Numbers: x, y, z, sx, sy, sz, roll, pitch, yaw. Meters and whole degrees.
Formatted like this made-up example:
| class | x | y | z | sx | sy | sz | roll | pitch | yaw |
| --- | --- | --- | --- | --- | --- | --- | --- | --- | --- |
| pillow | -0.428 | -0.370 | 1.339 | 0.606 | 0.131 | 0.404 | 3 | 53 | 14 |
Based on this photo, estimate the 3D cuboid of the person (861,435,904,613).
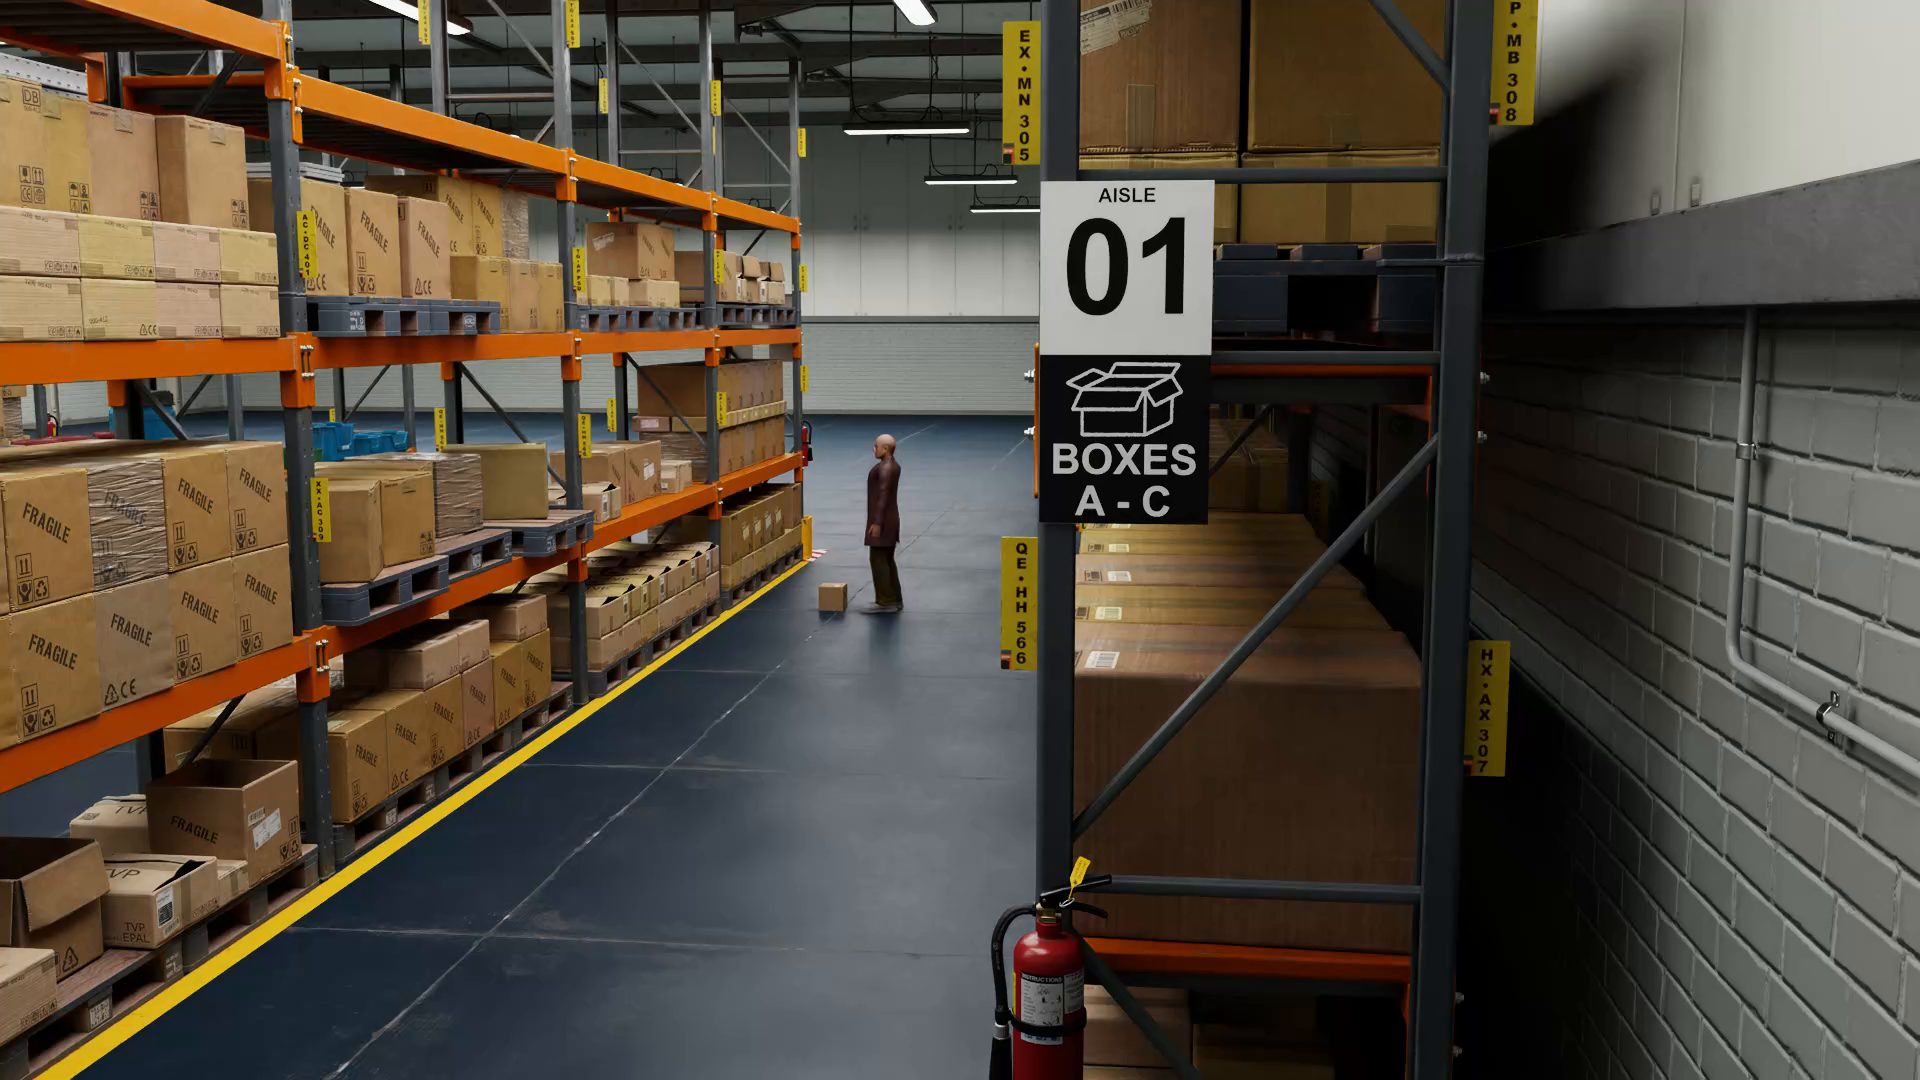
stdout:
| class | x | y | z | sx | sy | sz | roll | pitch | yaw |
| --- | --- | --- | --- | --- | --- | --- | --- | --- | --- |
| person | -0.783 | -0.169 | 16.649 | 0.395 | 1.776 | 0.562 | 1 | 7 | 7 |
